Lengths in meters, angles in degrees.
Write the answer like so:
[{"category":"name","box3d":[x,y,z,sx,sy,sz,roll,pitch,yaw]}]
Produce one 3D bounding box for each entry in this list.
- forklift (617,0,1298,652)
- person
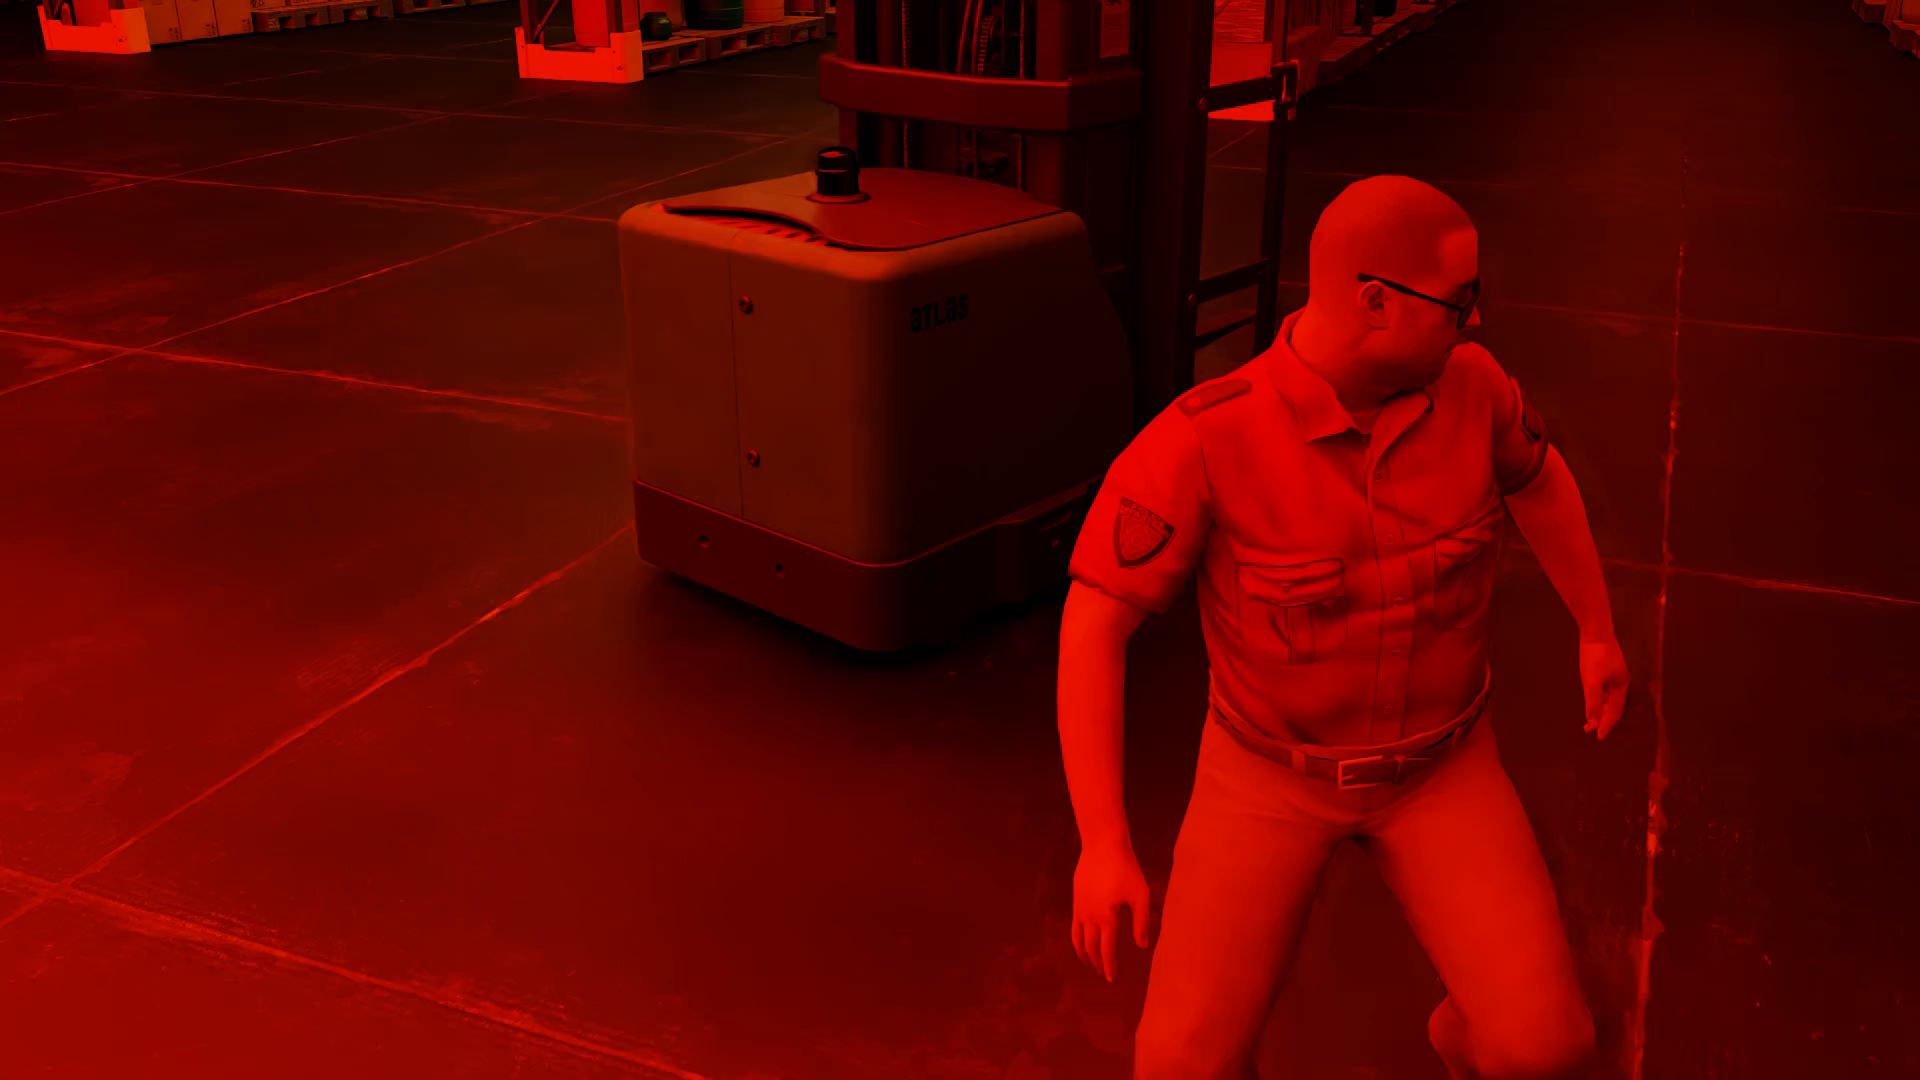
[{"category":"forklift","box3d":[0.417,-1.555,5.013,1.130,2.935,3.031,19,29,38]},{"category":"person","box3d":[0.551,0.320,2.266,0.857,1.625,0.562,0,23,-1]}]
